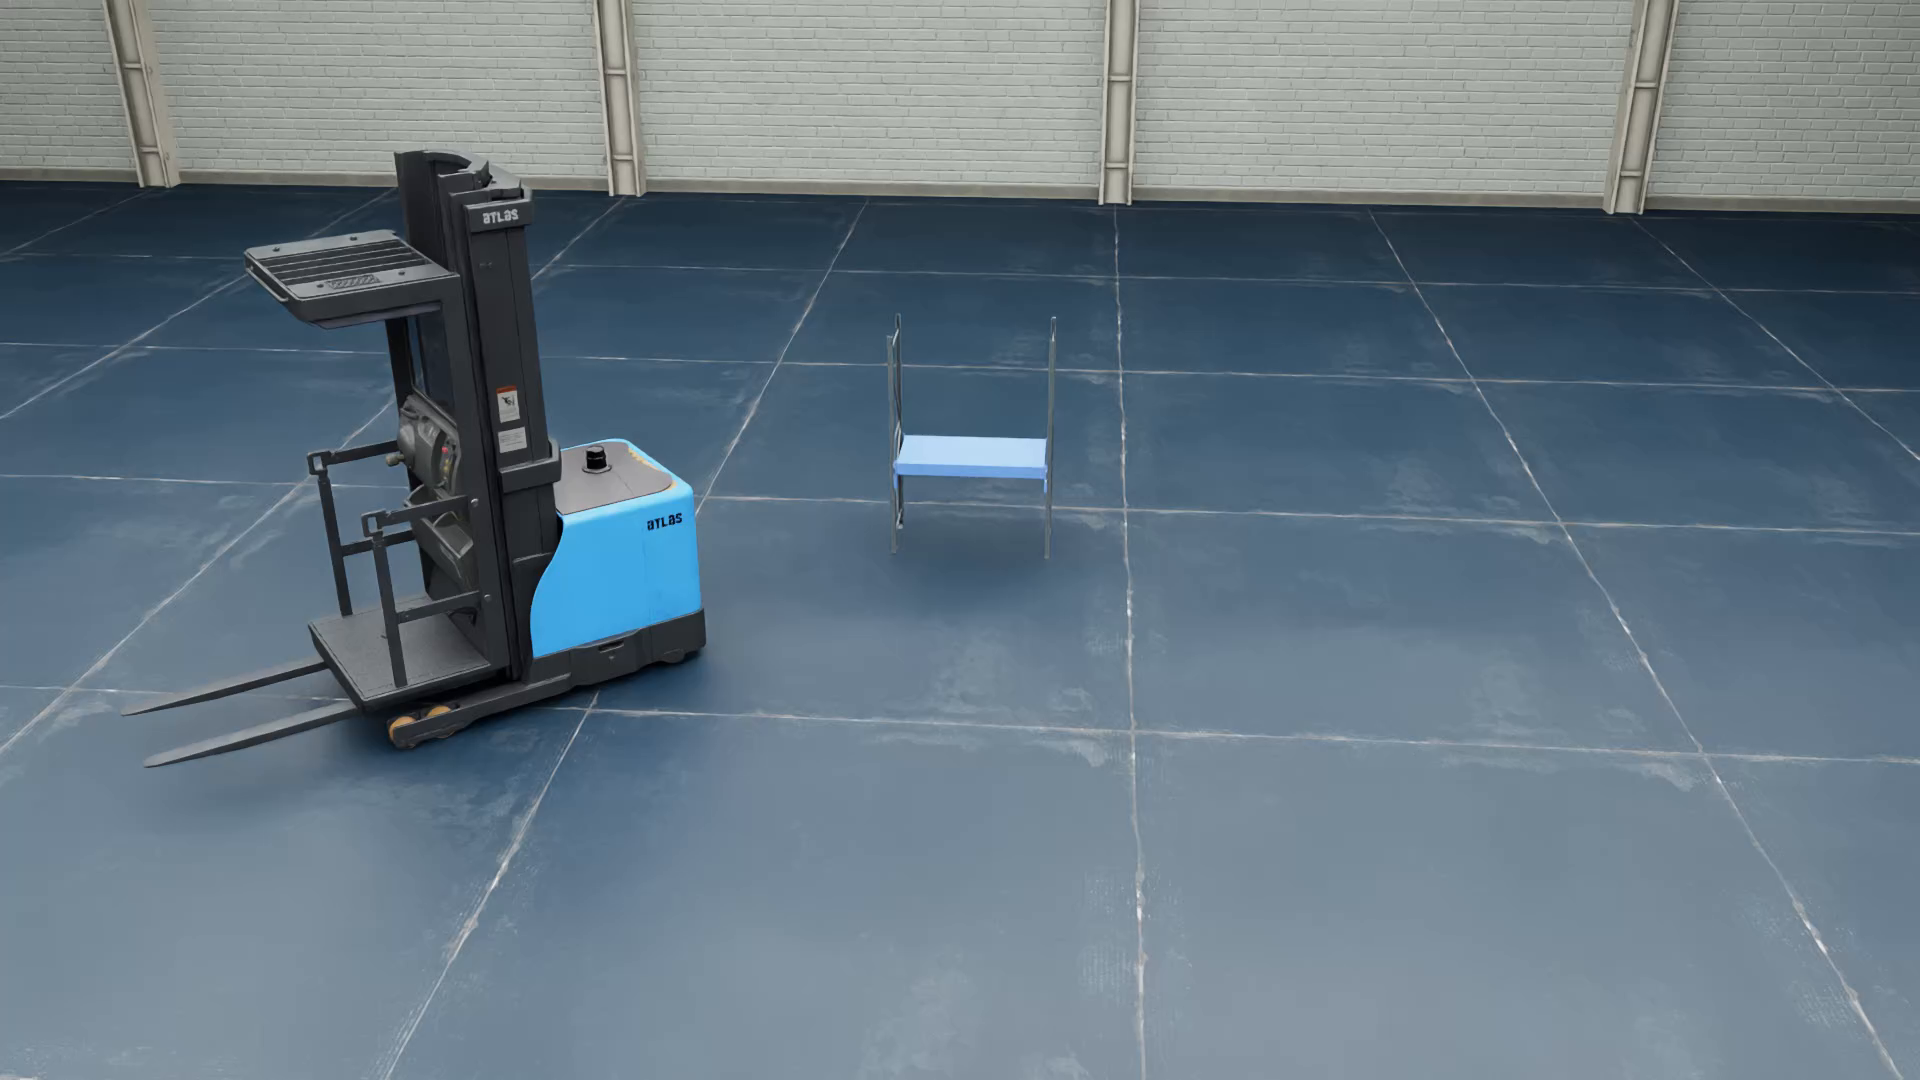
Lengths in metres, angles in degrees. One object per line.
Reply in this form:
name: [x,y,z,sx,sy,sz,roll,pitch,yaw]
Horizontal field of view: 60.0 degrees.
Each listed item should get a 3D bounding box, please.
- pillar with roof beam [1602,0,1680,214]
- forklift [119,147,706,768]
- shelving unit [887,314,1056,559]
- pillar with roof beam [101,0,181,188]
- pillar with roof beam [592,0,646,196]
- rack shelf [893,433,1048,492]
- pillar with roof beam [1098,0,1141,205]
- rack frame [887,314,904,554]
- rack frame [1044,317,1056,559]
pillar with roof beam: [7.531,-6.199,13.958,0.400,9.000,9.100,2,25,4]
forklift: [-2.994,-0.473,8.771,3.031,2.935,1.130,-16,29,-31]
shelving unit: [0.085,-0.679,10.931,1.048,1.500,0.538,2,25,4]
pillar with roof beam: [-10.416,-6.775,15.209,0.400,9.000,9.100,2,25,4]
pillar with roof beam: [-4.434,-6.583,14.792,0.400,9.000,9.100,2,25,4]
rack shelf: [0.085,-0.515,11.006,1.000,0.185,0.538,2,25,4]
pillar with roof beam: [1.549,-6.391,14.375,0.400,9.000,9.100,2,25,4]
rack frame: [-0.422,-0.695,10.966,0.032,1.500,0.500,2,25,4]
rack frame: [0.592,-0.662,10.895,0.032,1.500,0.500,2,25,4]
